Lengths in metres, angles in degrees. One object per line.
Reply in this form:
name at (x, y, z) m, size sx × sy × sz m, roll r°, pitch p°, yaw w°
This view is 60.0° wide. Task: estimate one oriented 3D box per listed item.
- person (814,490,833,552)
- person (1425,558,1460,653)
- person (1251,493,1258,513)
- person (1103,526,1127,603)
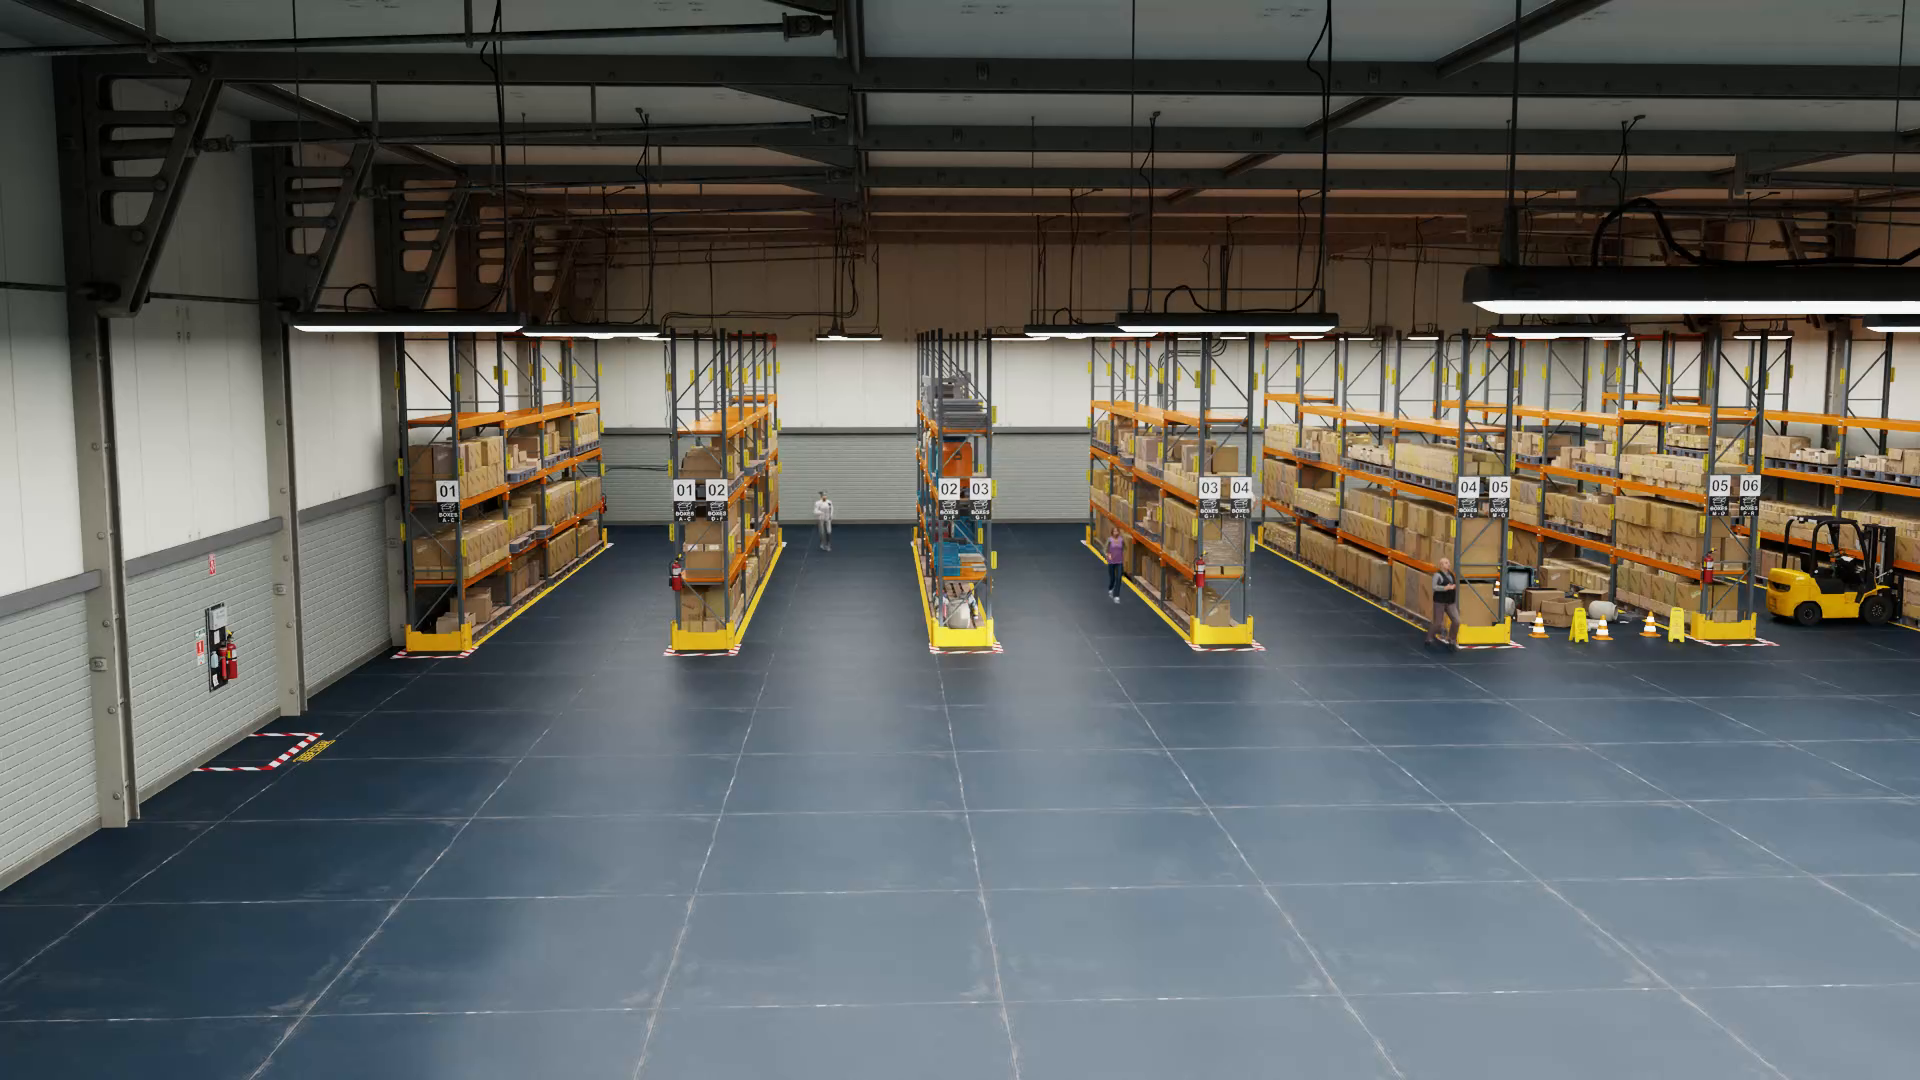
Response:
person at (-3.757, -0.522, 45.980) m, size 0.556 × 1.726 × 0.747 m, roll -1°, pitch 7°, yaw -11°
person at (9.012, 1.226, 31.006) m, size 0.655 × 1.794 × 0.686 m, roll -4°, pitch 8°, yaw -28°
person at (8.296, -0.821, 48.586) m, size 0.925 × 1.648 × 0.692 m, roll -4°, pitch 8°, yaw -33°
person at (3.295, 0.508, 35.251) m, size 0.547 × 1.593 × 0.678 m, roll -1°, pitch 7°, yaw -7°
